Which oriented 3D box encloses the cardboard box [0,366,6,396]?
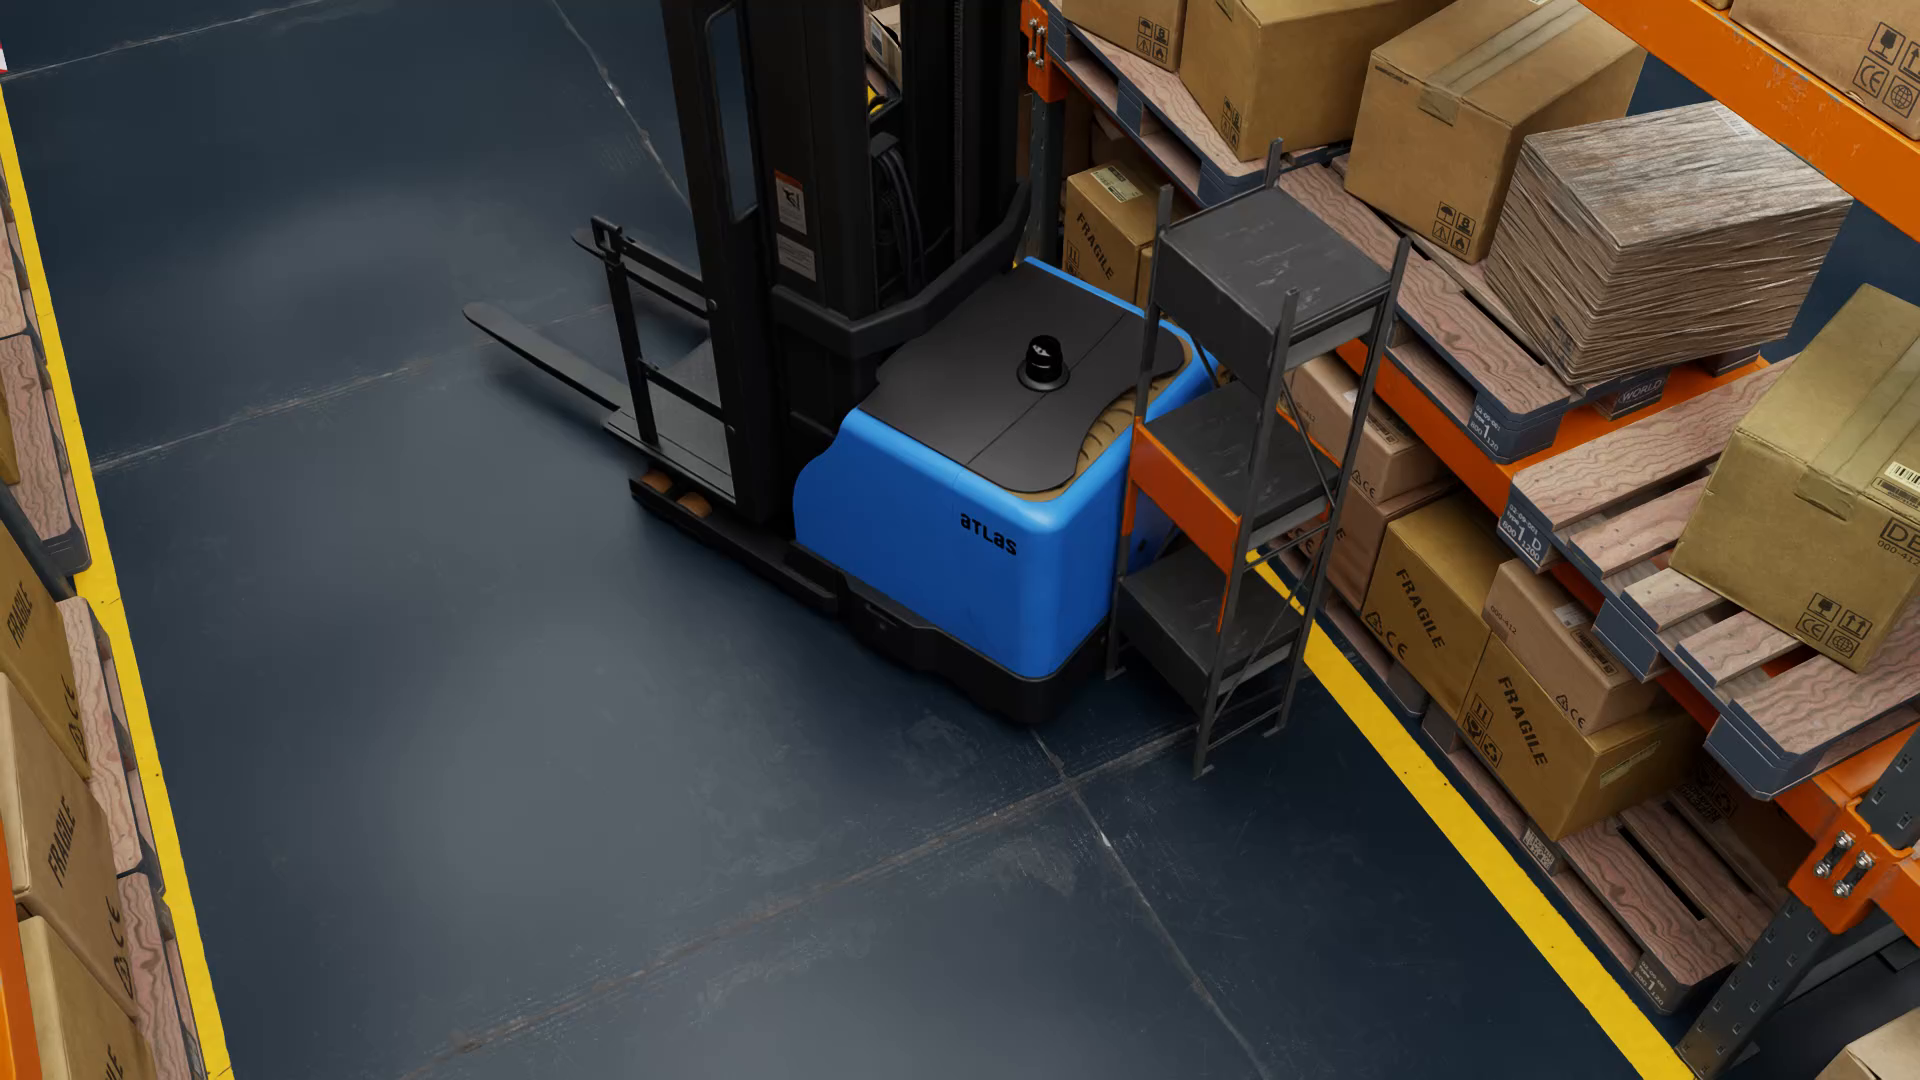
[{"bbox_3d":[-4.125,-0.765,6.308,0.700,0.500,0.500,-22,52,-18],"label":"cardboard box"}]

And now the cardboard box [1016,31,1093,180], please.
[{"bbox_3d":[0.243,-1.891,7.279,0.500,0.500,0.500,-21,52,-18],"label":"cardboard box"}]

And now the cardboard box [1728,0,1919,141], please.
[{"bbox_3d":[2.123,-1.250,3.291,0.910,0.500,0.500,-21,52,-18],"label":"cardboard box"}]

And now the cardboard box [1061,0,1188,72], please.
[{"bbox_3d":[0.774,-2.062,5.715,0.500,0.500,0.700,35,58,27],"label":"cardboard box"}]

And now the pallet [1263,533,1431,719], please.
[{"bbox_3d":[1.724,-0.018,6.126,1.003,0.211,1.213,-21,52,-18],"label":"pallet"}]

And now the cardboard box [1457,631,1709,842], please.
[{"bbox_3d":[1.949,0.525,5.166,0.500,0.500,0.500,-19,52,-16],"label":"cardboard box"}]

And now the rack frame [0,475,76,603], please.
[{"bbox_3d":[-3.647,-0.576,4.761,1.000,3.000,0.127,-21,52,-18],"label":"rack frame"}]

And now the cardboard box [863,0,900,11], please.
[{"bbox_3d":[-0.109,-2.864,8.128,0.797,0.503,0.637,-21,52,-18],"label":"cardboard box"}]

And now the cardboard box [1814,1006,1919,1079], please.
[{"bbox_3d":[2.565,1.426,4.185,0.500,0.311,0.500,-20,52,-16],"label":"cardboard box"}]

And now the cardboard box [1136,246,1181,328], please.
[{"bbox_3d":[1.014,-0.846,6.366,0.500,0.500,0.500,-20,52,-17],"label":"cardboard box"}]

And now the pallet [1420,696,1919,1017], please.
[{"bbox_3d":[2.278,0.797,5.412,1.003,0.211,1.213,-21,52,-18],"label":"pallet"}]

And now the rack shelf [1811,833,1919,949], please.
[{"bbox_3d":[3.501,1.967,3.014,1.077,0.370,4.000,-21,52,-18],"label":"rack shelf"}]

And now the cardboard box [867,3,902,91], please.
[{"bbox_3d":[-0.100,-2.330,7.789,0.500,0.311,0.500,-21,52,-18],"label":"cardboard box"}]

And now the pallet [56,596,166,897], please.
[{"bbox_3d":[-3.227,0.832,5.382,1.003,0.211,1.213,-21,52,-18],"label":"pallet"}]

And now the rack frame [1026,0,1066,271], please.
[{"bbox_3d":[0.756,-2.285,6.256,1.000,3.000,0.127,-21,52,-18],"label":"rack frame"}]

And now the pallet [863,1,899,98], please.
[{"bbox_3d":[-0.120,-2.645,8.423,1.003,0.211,1.213,-21,52,-18],"label":"pallet"}]

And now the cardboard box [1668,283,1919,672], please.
[{"bbox_3d":[2.198,-0.162,4.053,0.500,0.500,0.700,35,58,27],"label":"cardboard box"}]

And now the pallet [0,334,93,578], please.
[{"bbox_3d":[-3.926,-0.194,6.280,1.003,0.211,1.213,-21,52,-18],"label":"pallet"}]

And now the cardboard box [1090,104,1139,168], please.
[{"bbox_3d":[0.756,-1.900,7.413,0.500,0.311,0.500,-21,52,-18],"label":"cardboard box"}]

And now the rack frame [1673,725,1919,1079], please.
[{"bbox_3d":[2.586,0.392,3.914,1.000,3.000,0.127,-21,52,-18],"label":"rack frame"}]

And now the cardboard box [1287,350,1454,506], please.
[{"bbox_3d":[1.448,-0.441,5.513,0.500,0.250,0.500,-22,52,-18],"label":"cardboard box"}]

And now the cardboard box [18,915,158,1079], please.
[{"bbox_3d":[-2.432,1.544,4.056,0.750,0.750,0.750,-21,52,-18],"label":"cardboard box"}]

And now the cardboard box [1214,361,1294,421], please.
[{"bbox_3d":[1.236,-0.509,6.071,0.500,0.500,0.500,-21,52,-17],"label":"cardboard box"}]

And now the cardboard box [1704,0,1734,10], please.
[{"bbox_3d":[1.885,-1.598,3.596,0.910,0.500,0.500,-21,52,-18],"label":"cardboard box"}]

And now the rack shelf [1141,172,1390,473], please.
[{"bbox_3d":[0.814,-0.583,4.452,0.431,0.518,0.480,-26,54,-21],"label":"rack shelf"}]

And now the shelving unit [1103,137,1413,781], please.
[{"bbox_3d":[0.811,-0.130,4.967,0.431,2.100,0.503,-26,54,-21],"label":"shelving unit"}]

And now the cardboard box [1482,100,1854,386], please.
[{"bbox_3d":[1.949,-0.840,4.646,0.700,0.500,0.500,-12,50,-11],"label":"cardboard box"}]

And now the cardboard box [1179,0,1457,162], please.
[{"bbox_3d":[1.145,-1.624,5.332,0.700,0.500,0.500,-14,50,-12],"label":"cardboard box"}]

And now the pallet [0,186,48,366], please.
[{"bbox_3d":[-4.488,-1.012,6.995,1.003,0.211,1.213,-21,52,-18],"label":"pallet"}]

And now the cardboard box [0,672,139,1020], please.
[{"bbox_3d":[-2.825,0.977,4.552,0.750,0.750,0.750,-20,52,-16],"label":"cardboard box"}]

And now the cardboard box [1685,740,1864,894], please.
[{"bbox_3d":[2.632,0.667,5.042,0.500,0.500,0.500,-19,52,-16],"label":"cardboard box"}]

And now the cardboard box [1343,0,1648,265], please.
[{"bbox_3d":[1.619,-1.295,5.044,0.700,0.500,0.500,-34,57,-26],"label":"cardboard box"}]

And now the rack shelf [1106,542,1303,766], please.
[{"bbox_3d":[0.808,0.342,5.502,0.431,0.518,0.480,-26,54,-21],"label":"rack shelf"}]

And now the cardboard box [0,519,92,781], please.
[{"bbox_3d":[-3.234,0.383,5.071,0.750,0.750,0.750,-21,52,-17],"label":"cardboard box"}]

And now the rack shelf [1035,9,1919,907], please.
[{"bbox_3d":[1.671,-0.710,5.356,1.077,0.370,4.000,-21,52,-18],"label":"rack shelf"}]

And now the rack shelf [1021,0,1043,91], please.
[{"bbox_3d":[-0.160,-3.387,7.697,1.077,0.370,4.000,-21,52,-18],"label":"rack shelf"}]

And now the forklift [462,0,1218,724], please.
[{"bbox_3d":[-0.626,-1.268,5.412,3.031,2.935,1.130,30,55,23],"label":"forklift"}]

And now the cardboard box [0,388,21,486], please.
[{"bbox_3d":[-3.898,-0.427,6.013,0.700,0.500,0.500,-21,52,-17],"label":"cardboard box"}]

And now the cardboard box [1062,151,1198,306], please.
[{"bbox_3d":[0.760,-1.199,6.675,0.500,0.500,0.500,-23,53,-19],"label":"cardboard box"}]

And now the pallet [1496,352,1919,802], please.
[{"bbox_3d":[2.214,0.026,4.362,1.213,0.211,1.003,-21,52,-18],"label":"pallet"}]

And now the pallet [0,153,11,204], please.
[{"bbox_3d":[-5.042,-1.827,7.708,1.003,0.211,1.213,-21,52,-18],"label":"pallet"}]

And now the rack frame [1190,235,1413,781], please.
[{"bbox_3d":[0.945,0.024,4.832,0.400,2.100,0.015,-26,54,-21],"label":"rack frame"}]

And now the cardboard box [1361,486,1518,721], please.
[{"bbox_3d":[1.713,0.179,5.469,0.500,0.500,0.500,-23,53,-19],"label":"cardboard box"}]

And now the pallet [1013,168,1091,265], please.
[{"bbox_3d":[0.442,-1.827,7.708,1.003,0.211,1.213,-21,52,-18],"label":"pallet"}]

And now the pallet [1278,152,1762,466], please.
[{"bbox_3d":[1.692,-0.845,5.124,1.003,0.211,1.213,-21,52,-18],"label":"pallet"}]

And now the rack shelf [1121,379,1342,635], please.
[{"bbox_3d":[0.811,-0.121,4.977,0.431,0.518,0.480,-26,54,-21],"label":"rack shelf"}]

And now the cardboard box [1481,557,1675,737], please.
[{"bbox_3d":[1.920,0.242,4.916,0.500,0.250,0.500,-19,52,-16],"label":"cardboard box"}]

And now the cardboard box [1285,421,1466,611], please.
[{"bbox_3d":[1.467,-0.171,5.775,0.500,0.500,0.500,-23,53,-19],"label":"cardboard box"}]

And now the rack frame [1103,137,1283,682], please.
[{"bbox_3d":[0.677,-0.283,5.101,0.400,2.100,0.015,-26,54,-21],"label":"rack frame"}]

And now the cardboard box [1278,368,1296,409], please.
[{"bbox_3d":[1.218,-0.777,5.807,0.500,0.250,0.500,-21,52,-17],"label":"cardboard box"}]

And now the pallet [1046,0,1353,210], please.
[{"bbox_3d":[1.024,-1.649,5.827,1.003,0.211,1.213,-21,52,-18],"label":"pallet"}]

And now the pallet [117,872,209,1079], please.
[{"bbox_3d":[-2.665,1.650,4.667,1.003,0.211,1.213,-21,52,-18],"label":"pallet"}]
